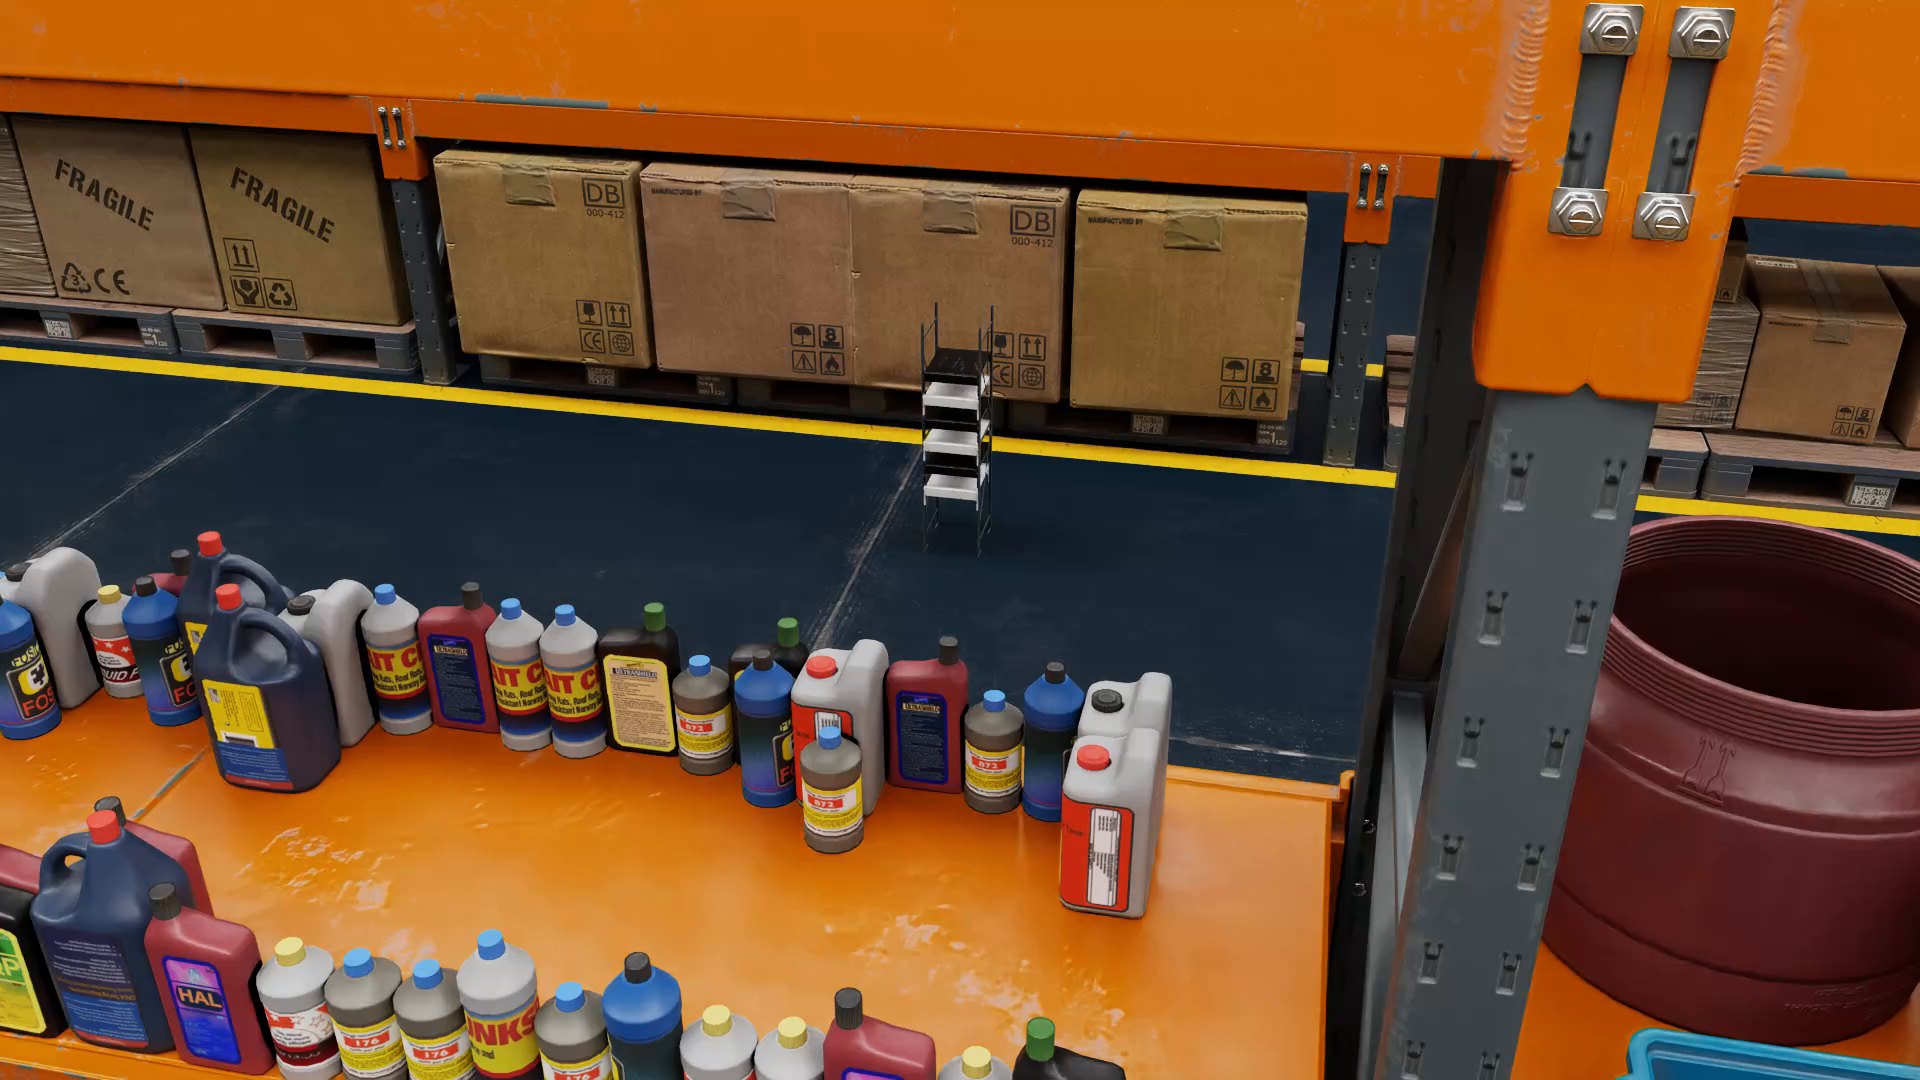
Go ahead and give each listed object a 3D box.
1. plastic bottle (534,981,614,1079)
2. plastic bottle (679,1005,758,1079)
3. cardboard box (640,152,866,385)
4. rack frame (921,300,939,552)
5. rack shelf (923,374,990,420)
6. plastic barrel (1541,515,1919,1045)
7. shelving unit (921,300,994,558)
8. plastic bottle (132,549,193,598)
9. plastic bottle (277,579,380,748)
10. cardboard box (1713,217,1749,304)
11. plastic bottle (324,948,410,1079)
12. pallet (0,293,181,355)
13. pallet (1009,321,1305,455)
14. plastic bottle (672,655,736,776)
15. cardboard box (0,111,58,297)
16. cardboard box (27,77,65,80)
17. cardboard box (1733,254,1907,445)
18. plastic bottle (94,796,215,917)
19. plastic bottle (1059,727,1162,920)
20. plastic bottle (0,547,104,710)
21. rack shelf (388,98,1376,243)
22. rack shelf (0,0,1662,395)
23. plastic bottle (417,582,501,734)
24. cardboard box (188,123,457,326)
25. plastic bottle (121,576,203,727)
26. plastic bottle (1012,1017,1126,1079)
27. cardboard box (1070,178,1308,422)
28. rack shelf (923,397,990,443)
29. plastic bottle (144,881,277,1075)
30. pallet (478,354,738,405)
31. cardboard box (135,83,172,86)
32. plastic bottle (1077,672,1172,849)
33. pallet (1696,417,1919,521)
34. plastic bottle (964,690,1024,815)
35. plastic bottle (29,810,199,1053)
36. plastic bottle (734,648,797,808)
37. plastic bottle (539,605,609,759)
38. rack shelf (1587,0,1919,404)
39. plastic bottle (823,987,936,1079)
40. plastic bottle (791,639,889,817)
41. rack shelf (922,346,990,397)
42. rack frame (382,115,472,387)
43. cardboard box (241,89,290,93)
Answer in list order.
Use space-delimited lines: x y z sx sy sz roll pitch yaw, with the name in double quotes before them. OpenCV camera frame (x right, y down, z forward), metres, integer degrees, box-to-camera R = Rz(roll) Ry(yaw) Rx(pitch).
"plastic bottle" -0.491 0.655 2.137 0.097 0.201 0.097 0 29 0
"plastic bottle" -0.301 0.674 2.102 0.097 0.201 0.097 0 29 0
"cardboard box" -0.760 -1.355 7.377 0.875 0.875 1.225 5 29 9
"rack frame" -0.107 -0.406 6.054 0.006 0.900 0.240 6 29 11
"rack shelf" -0.008 -0.524 5.965 0.200 0.077 0.258 6 29 11
"plastic barrel" 1.131 0.325 2.391 0.708 0.536 0.600 6 29 11
"shelving unit" -0.008 -0.396 6.035 0.210 0.900 0.258 6 29 11
"plastic bottle" -1.401 0.144 2.985 0.133 0.283 0.061 6 29 11
"plastic bottle" -1.098 0.201 2.889 0.135 0.276 0.152 6 29 11
"cardboard box" 2.830 -1.170 6.627 0.500 0.250 0.500 9 30 16
"plastic bottle" -0.777 0.626 2.191 0.097 0.201 0.097 0 29 0
"pallet" -4.188 -1.258 8.328 1.213 0.211 1.003 6 29 11
"pallet" 0.893 -0.737 7.376 1.213 0.211 1.003 6 29 11
"plastic bottle" -0.433 0.288 2.807 0.097 0.201 0.097 0 29 0
"cardboard box" -4.643 -1.782 8.157 0.875 0.875 0.875 6 29 11
"cardboard box" -3.887 -2.142 7.300 0.250 0.149 0.380 5 29 10
"cardboard box" 3.408 -0.781 6.698 0.500 0.500 0.700 8 30 15
"plastic bottle" -1.139 0.491 2.352 0.133 0.283 0.061 6 29 11
"plastic bottle" 0.226 0.411 2.505 0.135 0.276 0.152 6 29 11
"plastic bottle" -1.636 0.145 2.990 0.135 0.276 0.152 6 29 11
"rack shelf" -0.308 -1.731 7.037 4.000 0.370 1.077 6 29 11
"rack shelf" -1.342 -0.720 2.068 4.000 0.370 1.077 6 29 11
"plastic bottle" -0.863 0.199 2.884 0.133 0.283 0.061 6 29 11
"cardboard box" -2.893 -1.603 7.829 0.875 0.875 0.875 6 29 11
"plastic bottle" -1.399 0.188 2.917 0.097 0.271 0.097 0 29 0
"plastic bottle" 0.129 0.691 1.985 0.133 0.283 0.061 6 29 11
"cardboard box" 0.977 -1.177 7.051 0.875 0.875 1.225 5 29 8
"rack shelf" -0.008 -0.445 6.008 0.200 0.077 0.258 6 29 11
"plastic bottle" -0.989 0.577 2.194 0.133 0.283 0.061 6 29 11
"pallet" -1.494 -0.982 7.823 1.213 0.211 1.003 6 29 11
"cardboard box" -3.385 -2.091 7.207 0.250 0.149 0.380 6 29 12
"plastic bottle" 0.258 0.340 2.635 0.135 0.276 0.152 6 29 11
"pallet" 3.601 -0.420 6.797 1.213 0.211 1.003 6 29 11
"plastic bottle" 0.055 0.338 2.716 0.097 0.201 0.097 0 29 0
"plastic bottle" -1.136 0.512 2.243 0.185 0.351 0.144 6 29 11
"plastic bottle" -0.315 0.299 2.714 0.097 0.271 0.097 0 29 0
"plastic bottle" -0.658 0.234 2.832 0.097 0.271 0.097 0 29 0
"rack shelf" 2.570 -0.319 1.335 4.000 0.370 1.077 6 29 11
"plastic bottle" -0.097 0.668 2.027 0.133 0.283 0.061 6 29 11
"plastic bottle" -0.194 0.293 2.720 0.135 0.276 0.152 6 29 11
"rack shelf" -0.008 -0.603 5.922 0.200 0.077 0.258 6 29 11
"rack frame" -2.264 -2.247 7.230 0.127 3.000 1.000 6 29 11
"cardboard box" -2.883 -2.039 7.112 0.250 0.149 0.380 6 29 12
